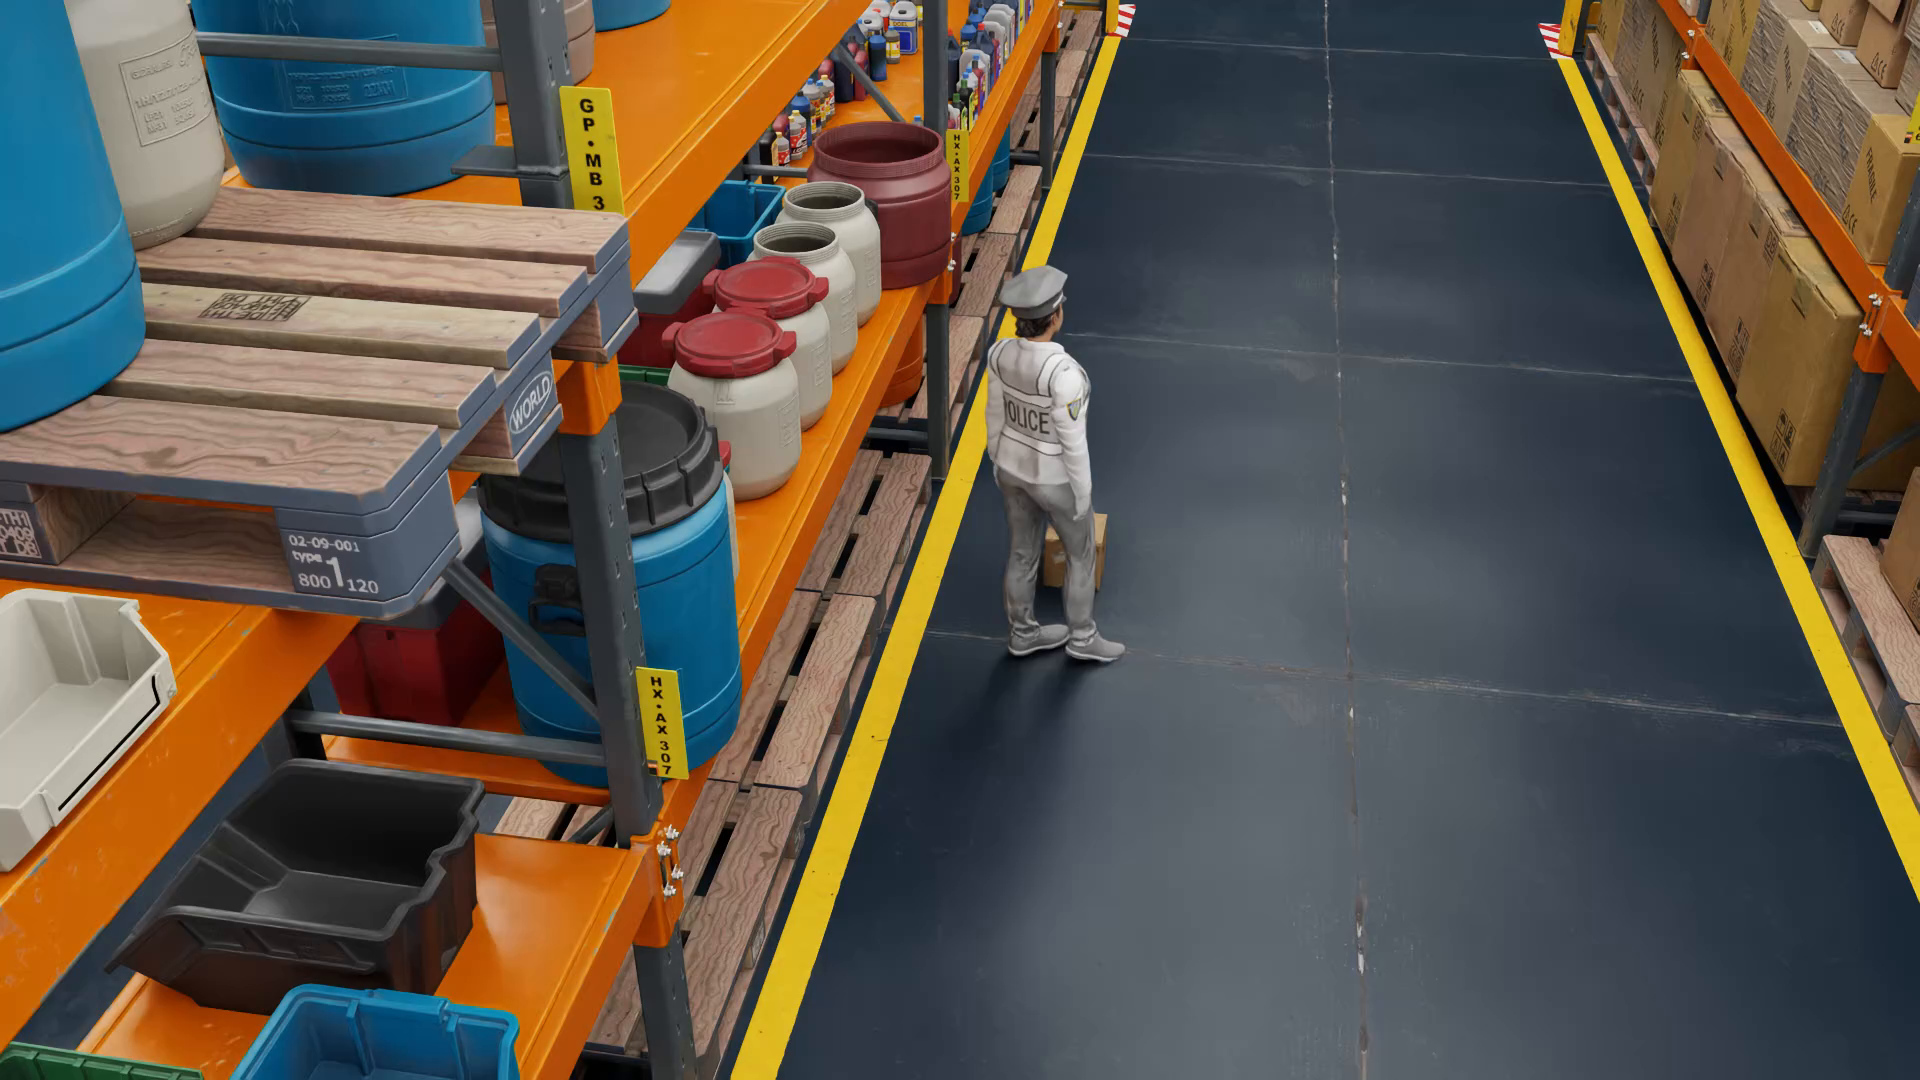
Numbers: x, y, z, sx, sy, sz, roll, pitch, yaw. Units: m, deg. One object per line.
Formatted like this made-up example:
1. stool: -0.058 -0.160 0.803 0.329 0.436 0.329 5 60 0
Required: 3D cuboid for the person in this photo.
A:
1. person: 0.372 -0.254 6.541 0.544 1.717 0.434 28 42 36
